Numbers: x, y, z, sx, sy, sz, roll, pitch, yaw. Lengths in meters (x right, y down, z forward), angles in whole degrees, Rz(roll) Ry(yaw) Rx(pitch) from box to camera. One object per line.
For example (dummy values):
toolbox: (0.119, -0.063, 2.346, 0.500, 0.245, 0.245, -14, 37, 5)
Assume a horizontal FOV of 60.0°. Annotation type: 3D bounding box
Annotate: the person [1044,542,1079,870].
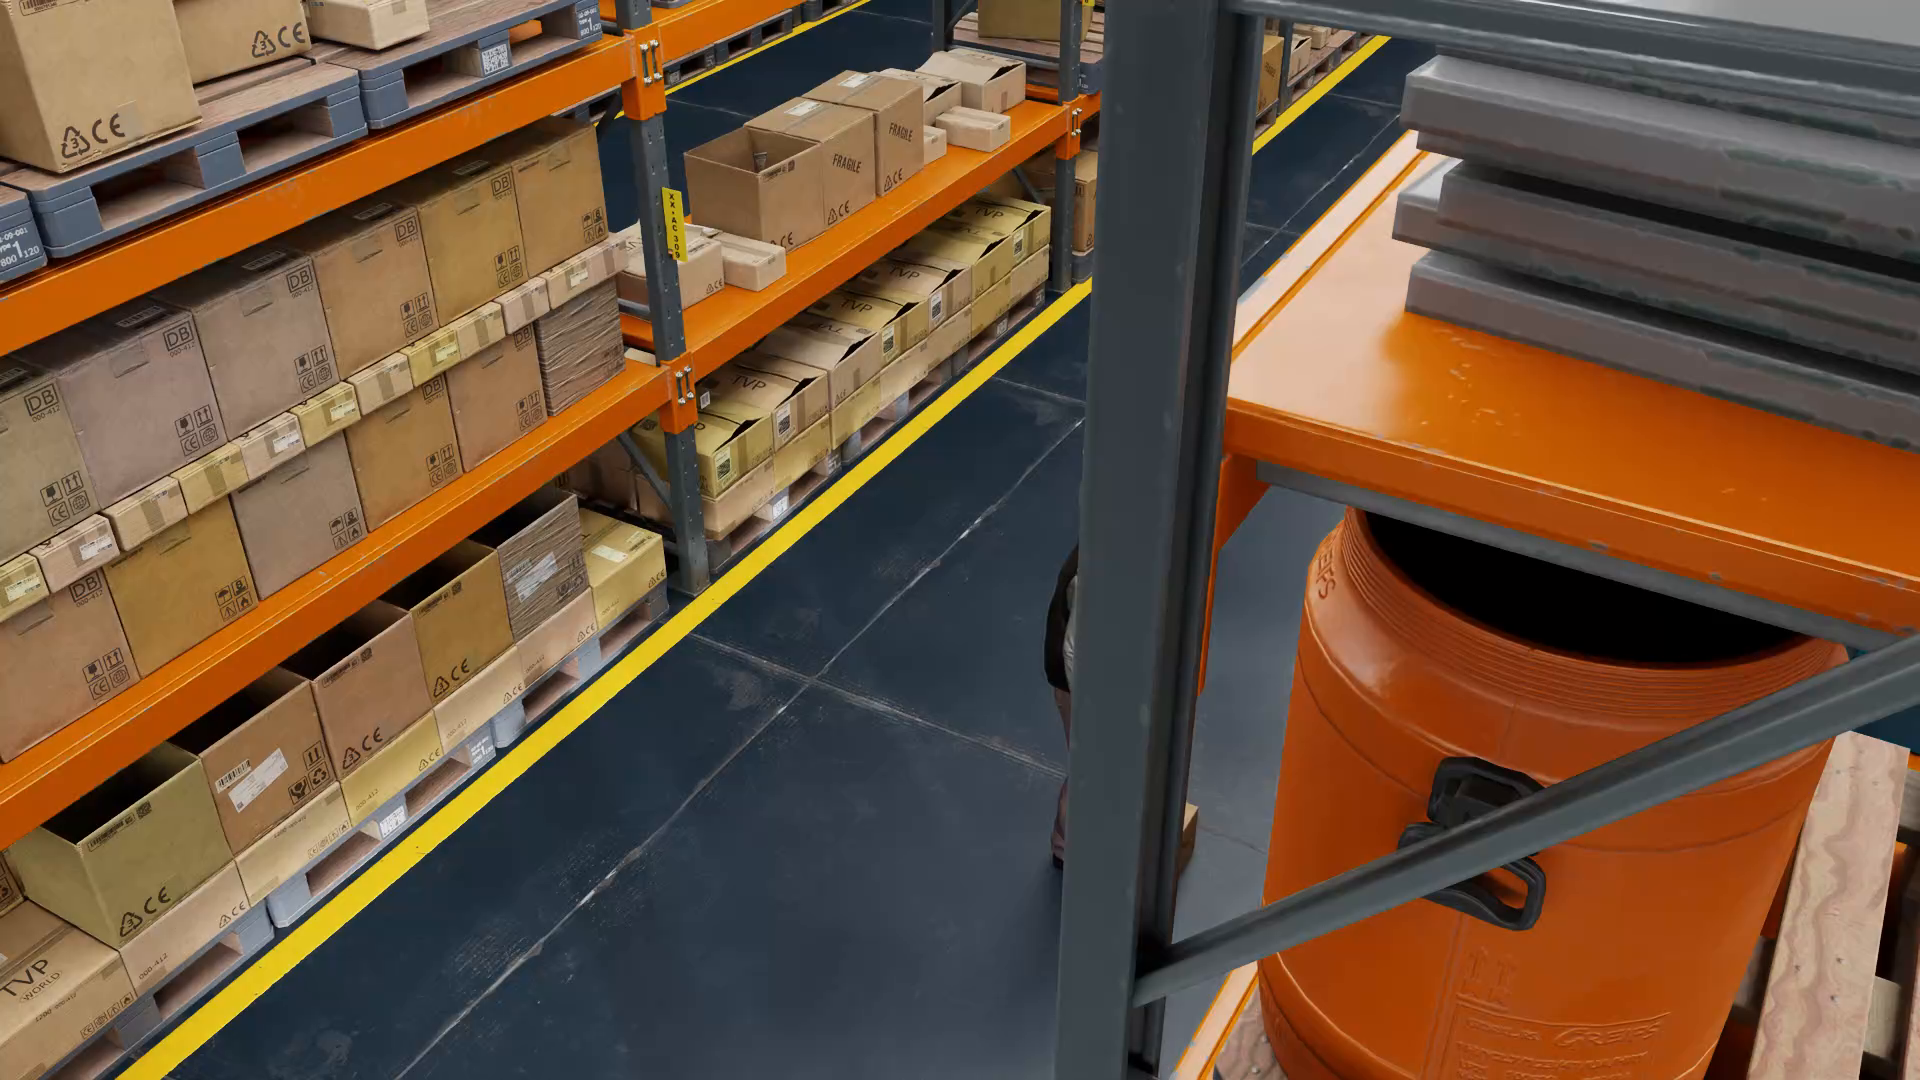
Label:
person: (0.546, 0.513, 6.400, 0.426, 1.720, 0.593, 15, 37, 22)
